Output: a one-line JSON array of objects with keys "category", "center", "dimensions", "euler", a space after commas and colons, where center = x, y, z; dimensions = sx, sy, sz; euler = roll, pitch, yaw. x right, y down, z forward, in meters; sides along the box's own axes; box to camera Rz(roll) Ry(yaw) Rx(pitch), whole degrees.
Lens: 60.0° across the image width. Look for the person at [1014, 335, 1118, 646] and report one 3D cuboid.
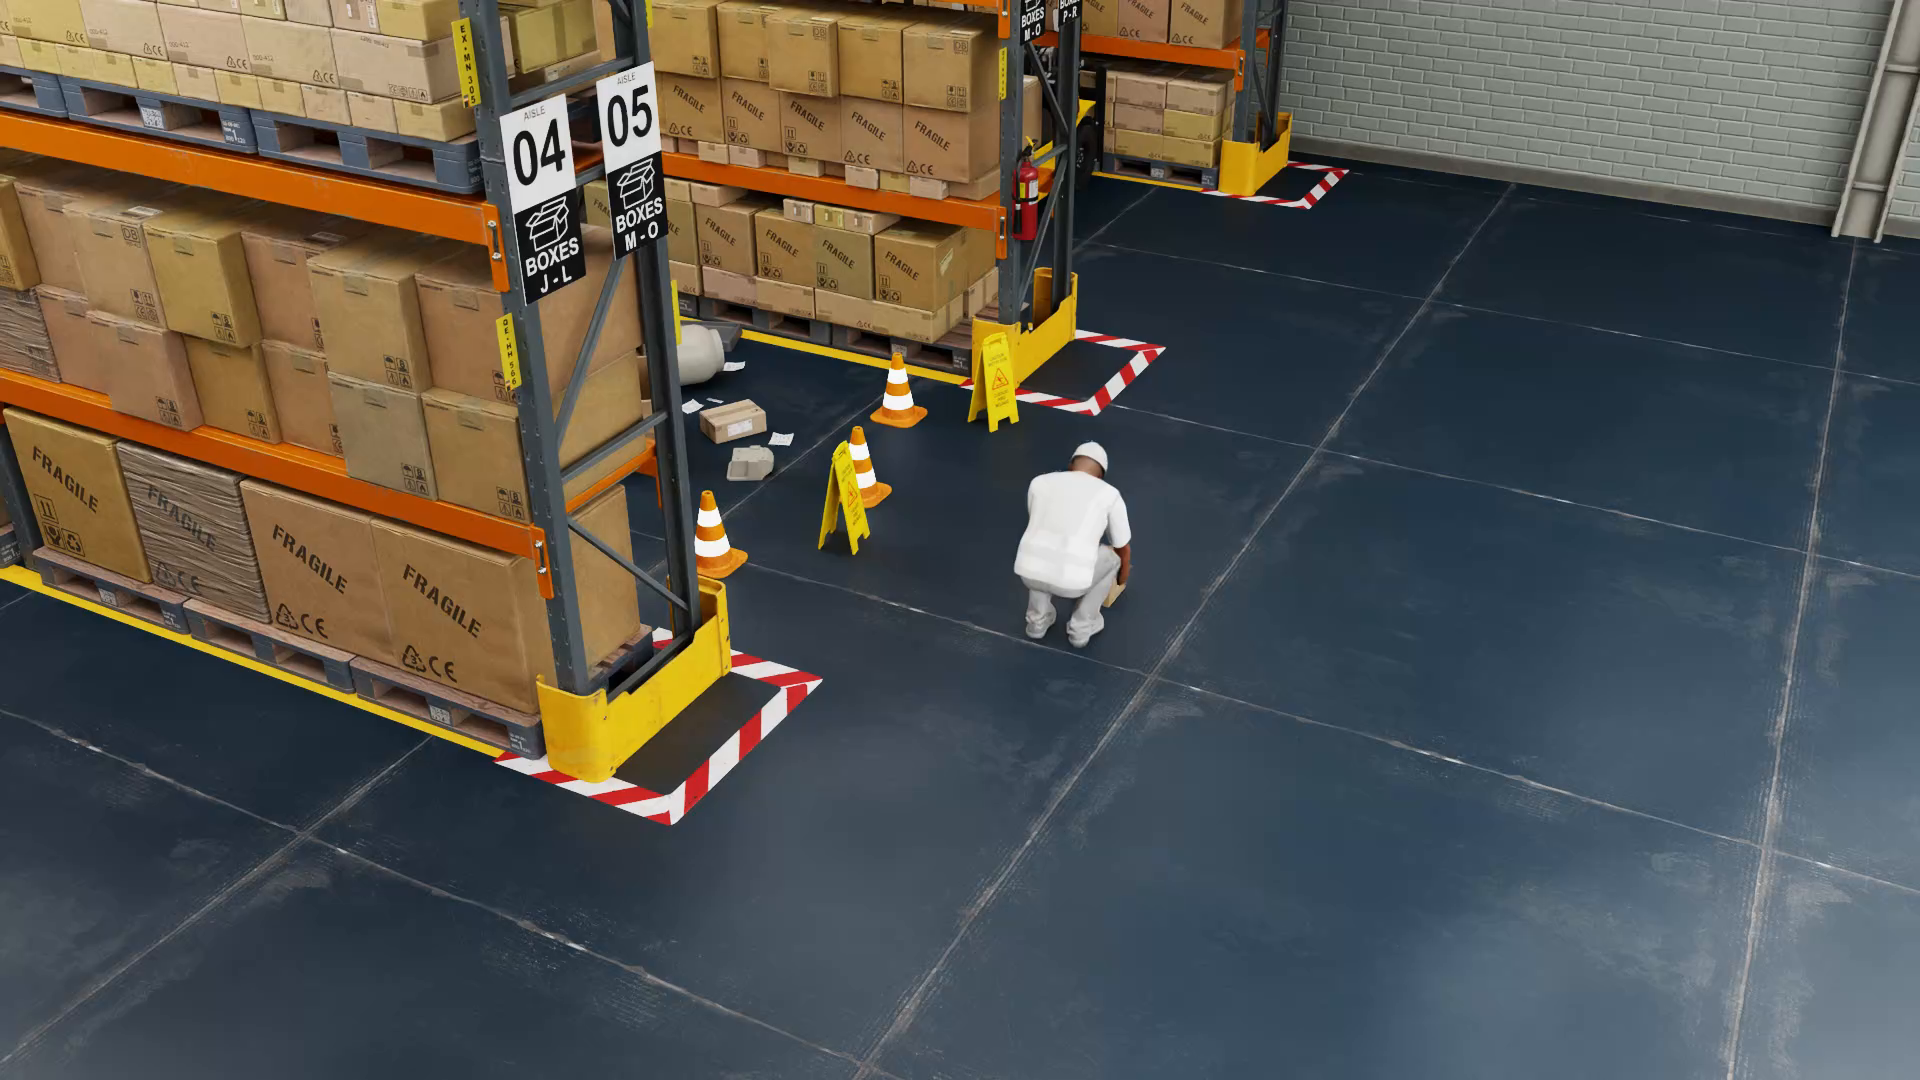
[{"category": "person", "center": [0.583, -0.293, 8.779], "dimensions": [0.505, 1.763, 0.567], "euler": [14, 33, 23]}]
